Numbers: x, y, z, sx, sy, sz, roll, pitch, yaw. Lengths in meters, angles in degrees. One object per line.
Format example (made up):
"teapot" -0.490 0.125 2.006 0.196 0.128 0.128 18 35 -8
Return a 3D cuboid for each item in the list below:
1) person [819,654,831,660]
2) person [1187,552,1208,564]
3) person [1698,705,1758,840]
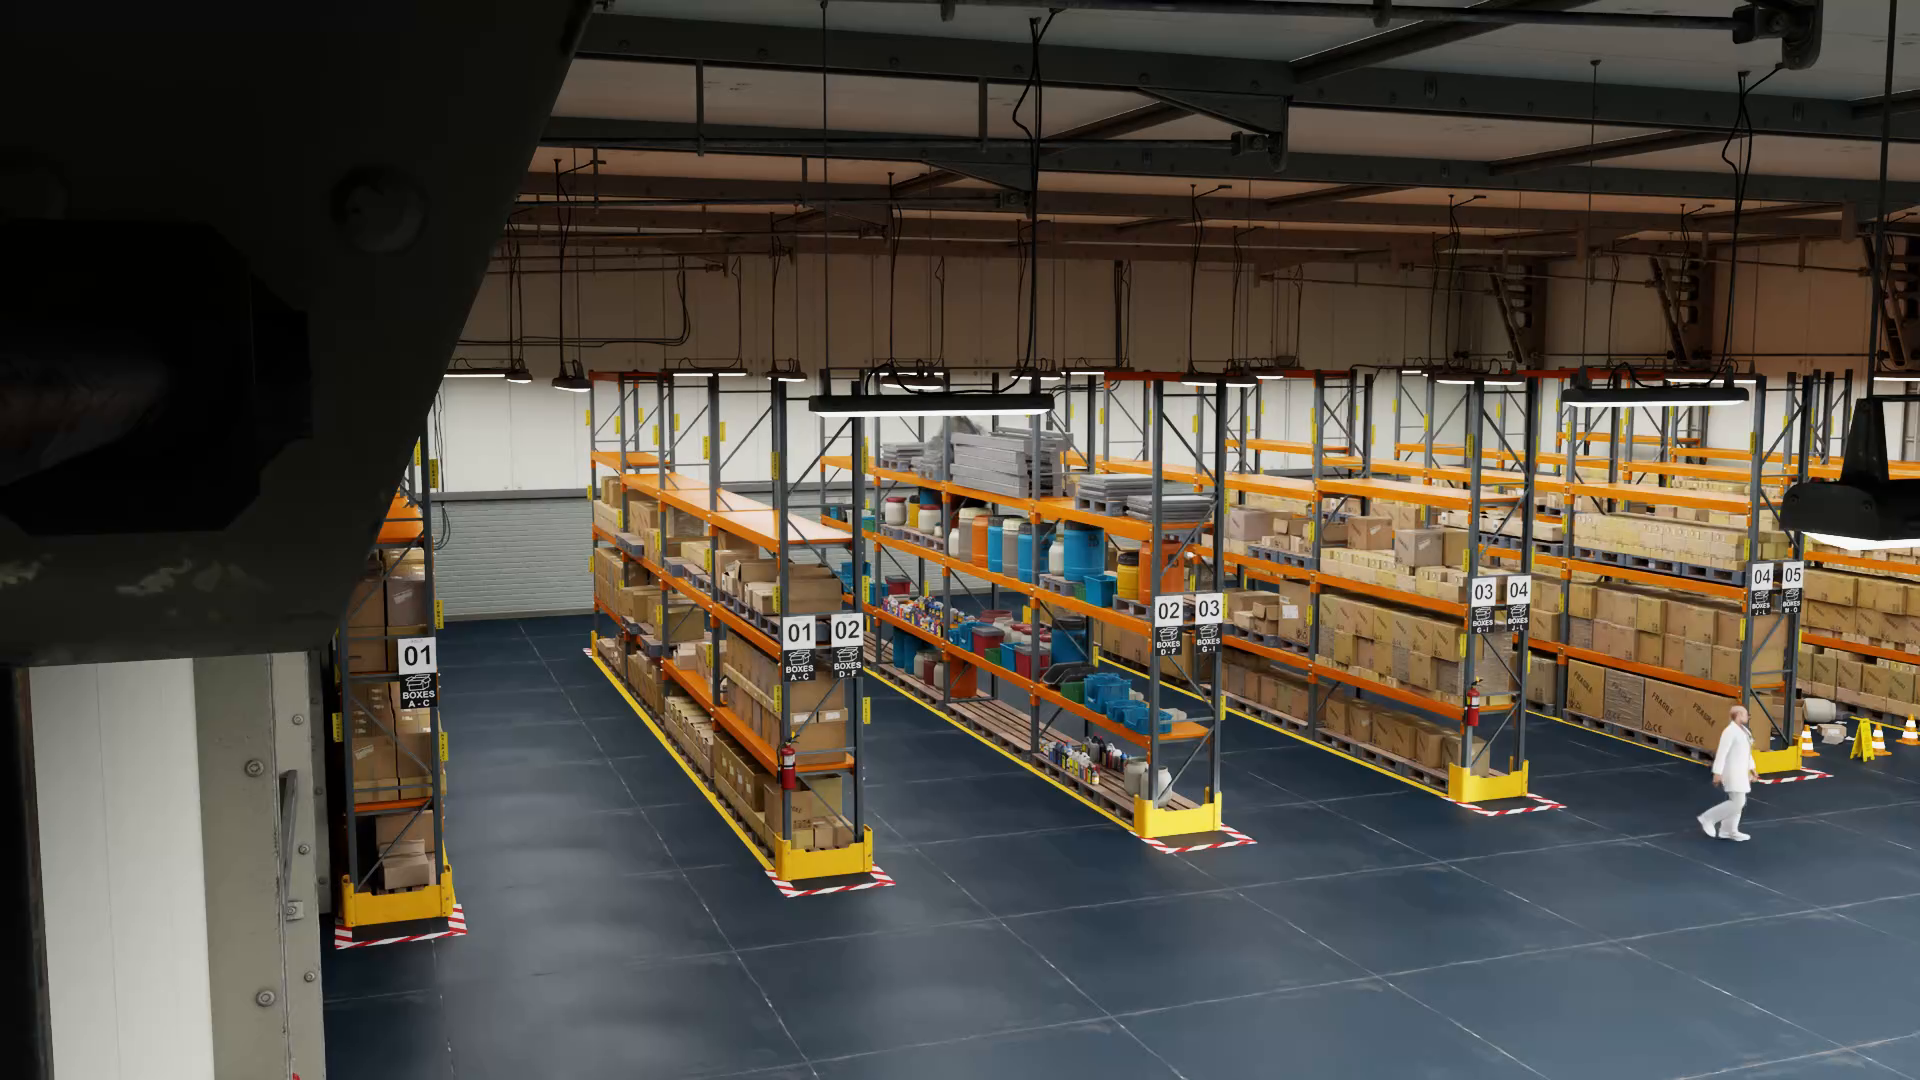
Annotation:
"person" -2.664 2.135 30.661 0.689 1.570 0.898 -6 9 -41
"person" 5.841 0.952 41.458 0.654 1.549 1.186 1 6 11
"person" 10.011 3.029 21.659 0.632 1.773 0.696 5 8 37
